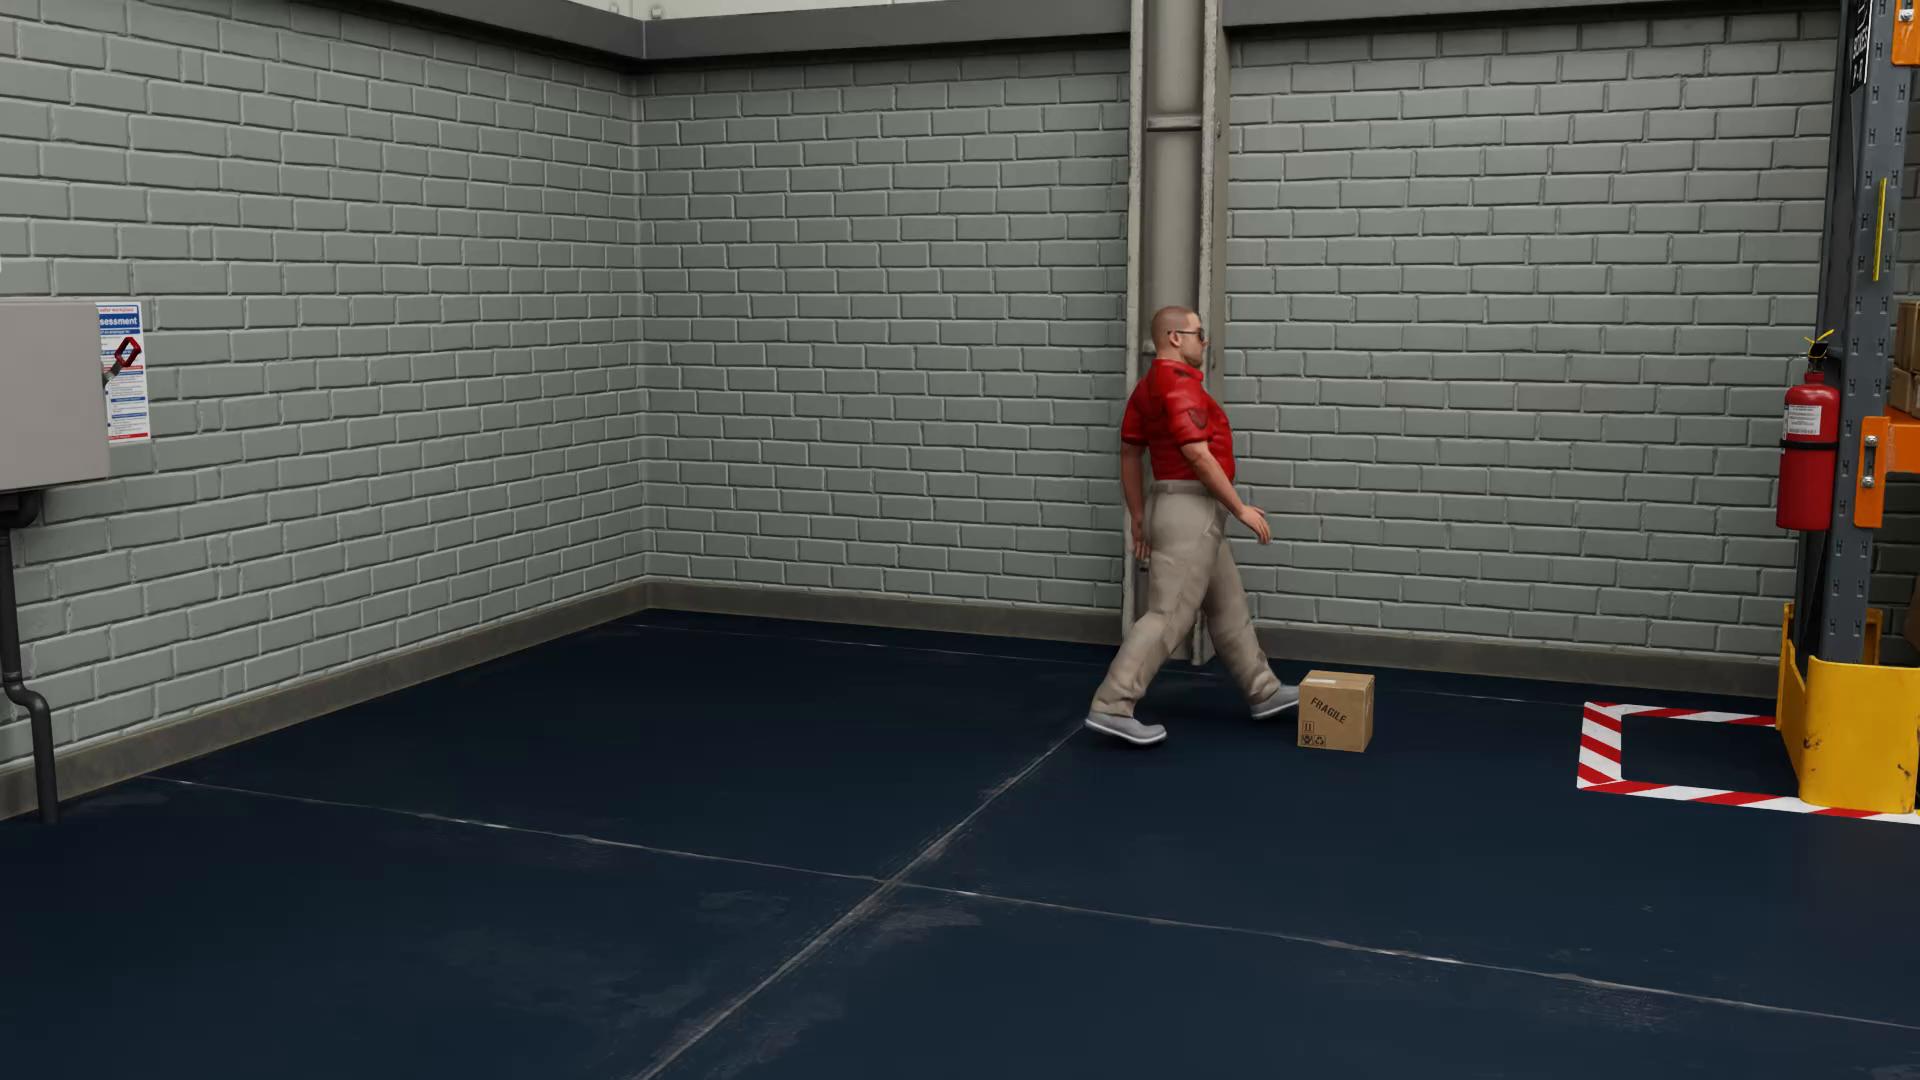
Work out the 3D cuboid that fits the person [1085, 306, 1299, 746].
[{"bbox_3d":[0.979,-0.076,6.512,1.046,1.666,0.625,-1,9,-5],"label":"person"}]
